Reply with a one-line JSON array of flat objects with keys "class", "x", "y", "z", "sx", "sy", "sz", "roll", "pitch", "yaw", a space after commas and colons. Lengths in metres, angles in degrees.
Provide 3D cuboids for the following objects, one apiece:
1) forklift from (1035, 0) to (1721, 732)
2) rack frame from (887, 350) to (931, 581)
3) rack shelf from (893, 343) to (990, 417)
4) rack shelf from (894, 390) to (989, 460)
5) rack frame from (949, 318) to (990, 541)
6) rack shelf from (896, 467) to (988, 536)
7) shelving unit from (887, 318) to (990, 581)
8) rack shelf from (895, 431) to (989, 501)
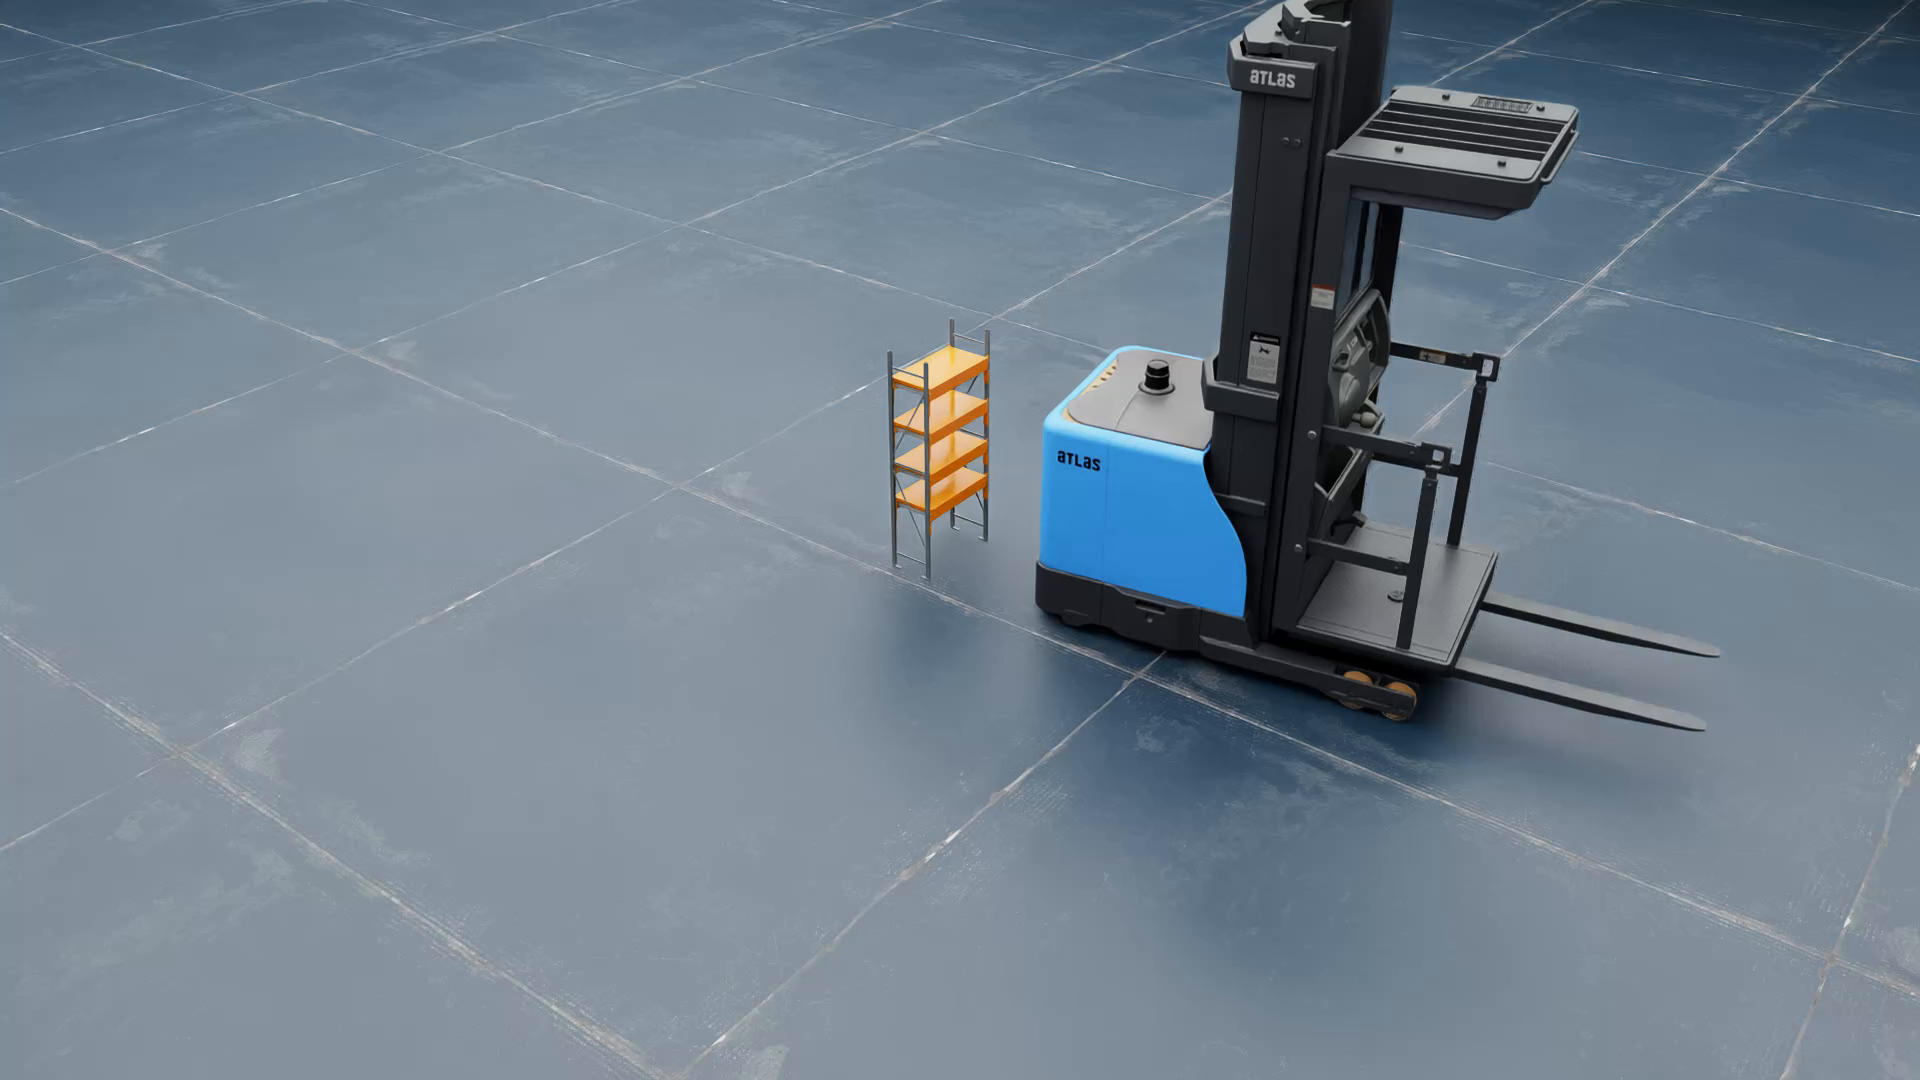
[{"class": "forklift", "x": 1.918, "y": -0.769, "z": 7.173, "sx": 3.031, "sy": 2.935, "sz": 1.130, "roll": 14, "pitch": 34, "yaw": 23}, {"class": "rack frame", "x": -0.247, "y": -0.350, "z": 8.163, "sx": 0.240, "sy": 1.200, "sz": 0.015, "roll": 21, "pitch": 37, "yaw": 31}, {"class": "rack shelf", "x": -0.100, "y": -0.787, "z": 8.130, "sx": 0.258, "sy": 0.148, "sz": 0.480, "roll": 21, "pitch": 37, "yaw": 31}, {"class": "rack shelf", "x": -0.100, "y": -0.583, "z": 8.251, "sx": 0.258, "sy": 0.148, "sz": 0.480, "roll": 21, "pitch": 37, "yaw": 31}, {"class": "rack frame", "x": 0.047, "y": -0.548, "z": 8.498, "sx": 0.240, "sy": 1.200, "sz": 0.015, "roll": 21, "pitch": 37, "yaw": 31}, {"class": "rack shelf", "x": -0.100, "y": -0.220, "z": 8.466, "sx": 0.258, "sy": 0.148, "sz": 0.480, "roll": 21, "pitch": 37, "yaw": 31}, {"class": "shelving unit", "x": -0.100, "y": -0.449, "z": 8.331, "sx": 0.258, "sy": 1.200, "sz": 0.503, "roll": 21, "pitch": 37, "yaw": 31}, {"class": "rack shelf", "x": -0.100, "y": -0.391, "z": 8.365, "sx": 0.258, "sy": 0.148, "sz": 0.480, "roll": 21, "pitch": 37, "yaw": 31}]
